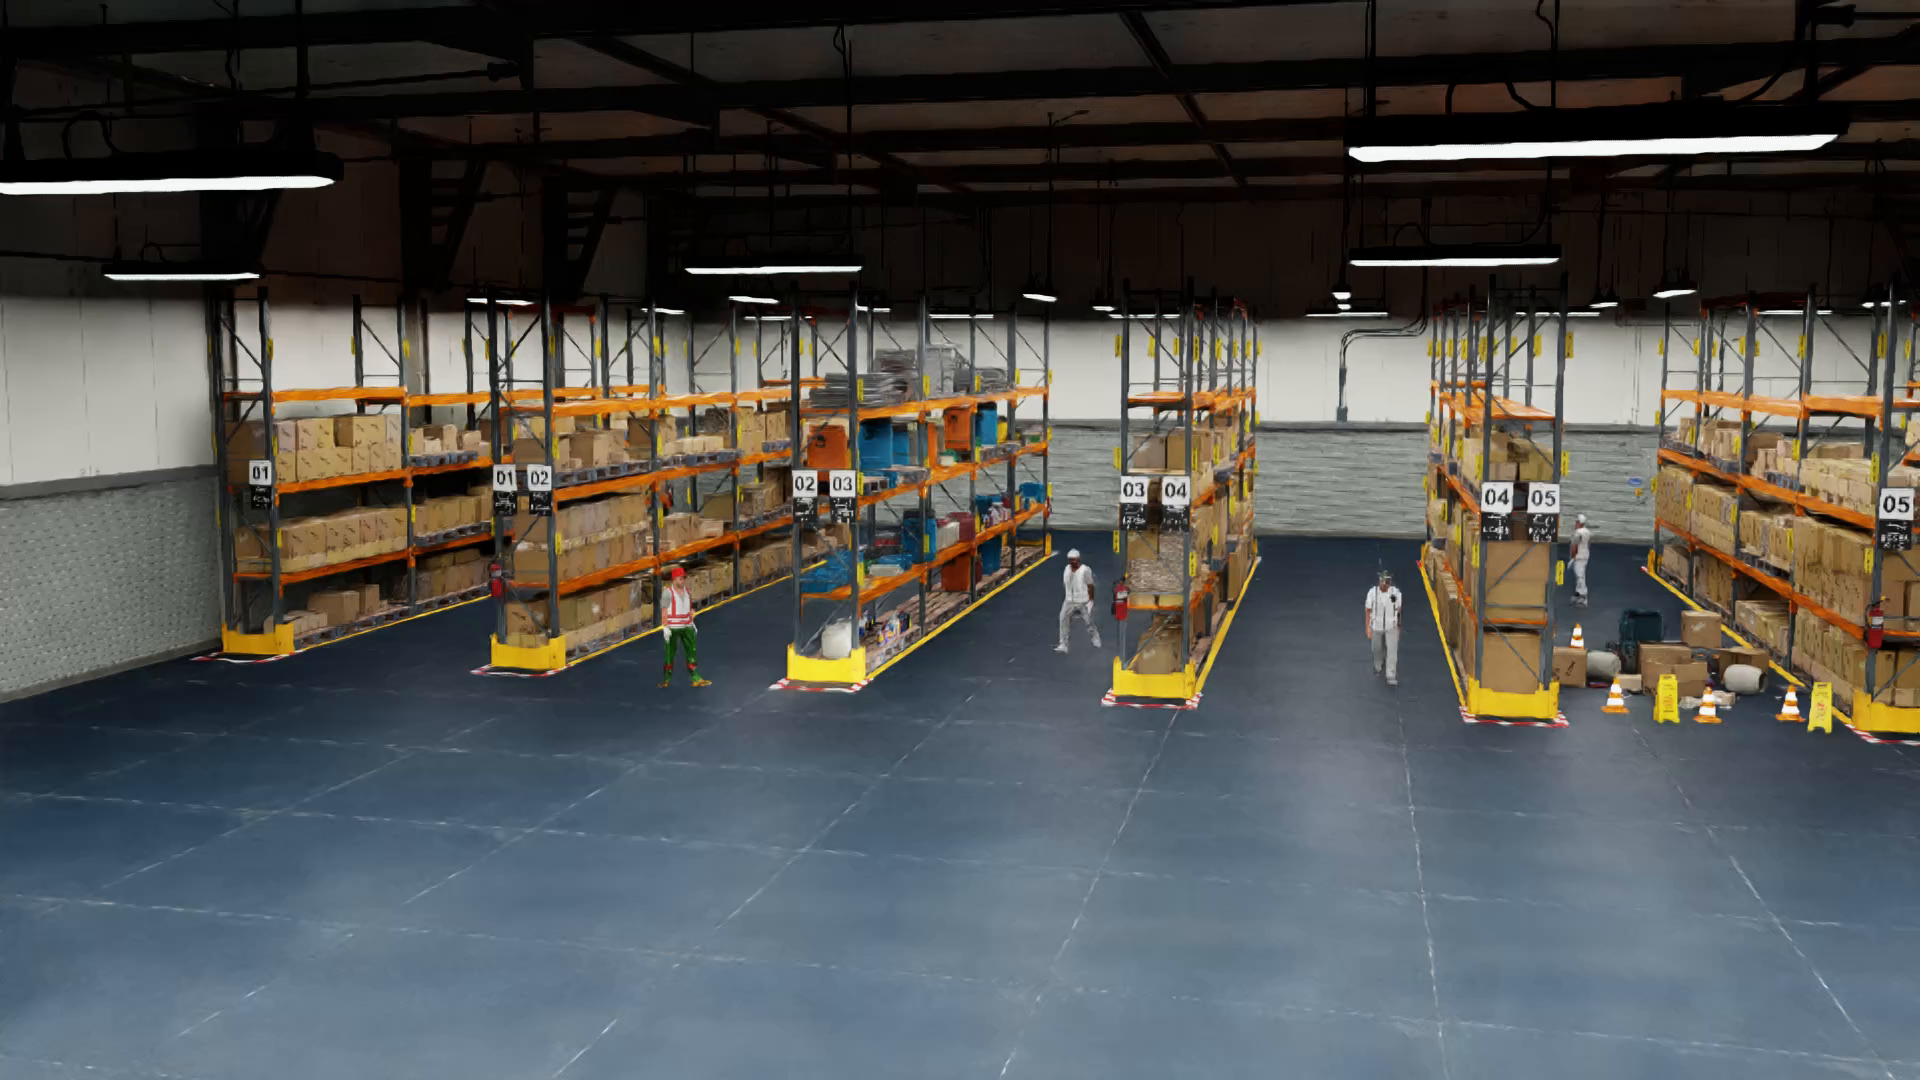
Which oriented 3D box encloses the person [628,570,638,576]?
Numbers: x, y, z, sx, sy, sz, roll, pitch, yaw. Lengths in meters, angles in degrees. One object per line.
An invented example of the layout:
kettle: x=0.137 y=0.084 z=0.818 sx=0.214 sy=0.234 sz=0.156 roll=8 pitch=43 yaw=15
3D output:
person: x=-6.794 y=0.154 z=34.886 sx=0.408 sy=1.678 sz=0.538 roll=-2 pitch=7 yaw=-17

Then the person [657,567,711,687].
person: x=-4.119 y=1.287 z=24.575 sx=0.715 sy=1.780 sz=0.531 roll=-5 pitch=8 yaw=-39

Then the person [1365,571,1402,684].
person: x=6.371 y=1.283 z=25.045 sx=0.542 sy=1.672 sz=1.126 roll=2 pitch=7 yaw=15

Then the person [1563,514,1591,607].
person: x=12.030 y=0.385 z=32.387 sx=0.547 sy=1.785 sz=0.646 roll=6 pitch=9 yaw=42

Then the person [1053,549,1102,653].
person: x=1.962 y=0.993 z=27.532 sx=0.605 sy=1.731 sz=0.983 roll=4 pitch=8 yaw=33
